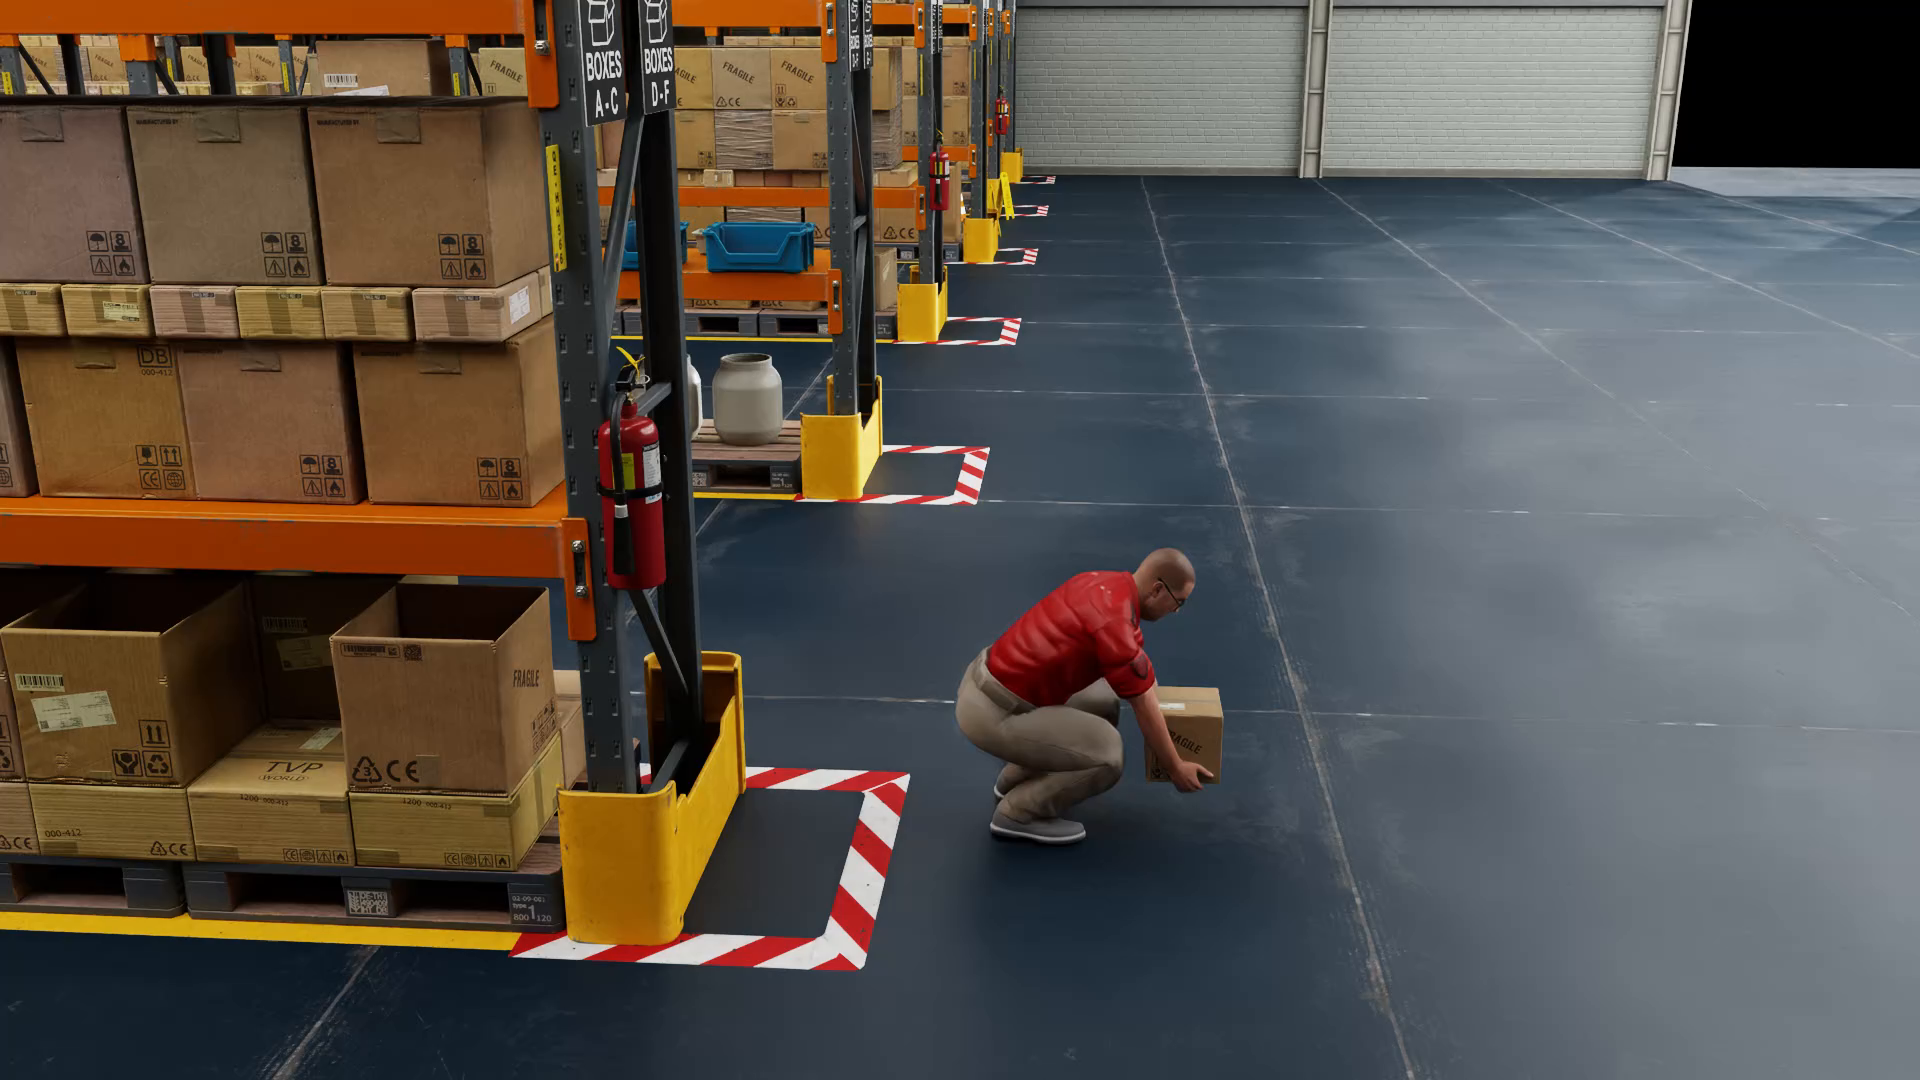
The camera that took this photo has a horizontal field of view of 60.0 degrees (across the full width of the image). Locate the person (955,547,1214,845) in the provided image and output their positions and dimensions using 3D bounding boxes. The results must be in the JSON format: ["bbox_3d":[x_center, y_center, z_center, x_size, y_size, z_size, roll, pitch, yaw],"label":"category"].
[{"bbox_3d":[0.430,0.517,5.710,0.885,0.977,0.540,1,17,3],"label":"person"}]
